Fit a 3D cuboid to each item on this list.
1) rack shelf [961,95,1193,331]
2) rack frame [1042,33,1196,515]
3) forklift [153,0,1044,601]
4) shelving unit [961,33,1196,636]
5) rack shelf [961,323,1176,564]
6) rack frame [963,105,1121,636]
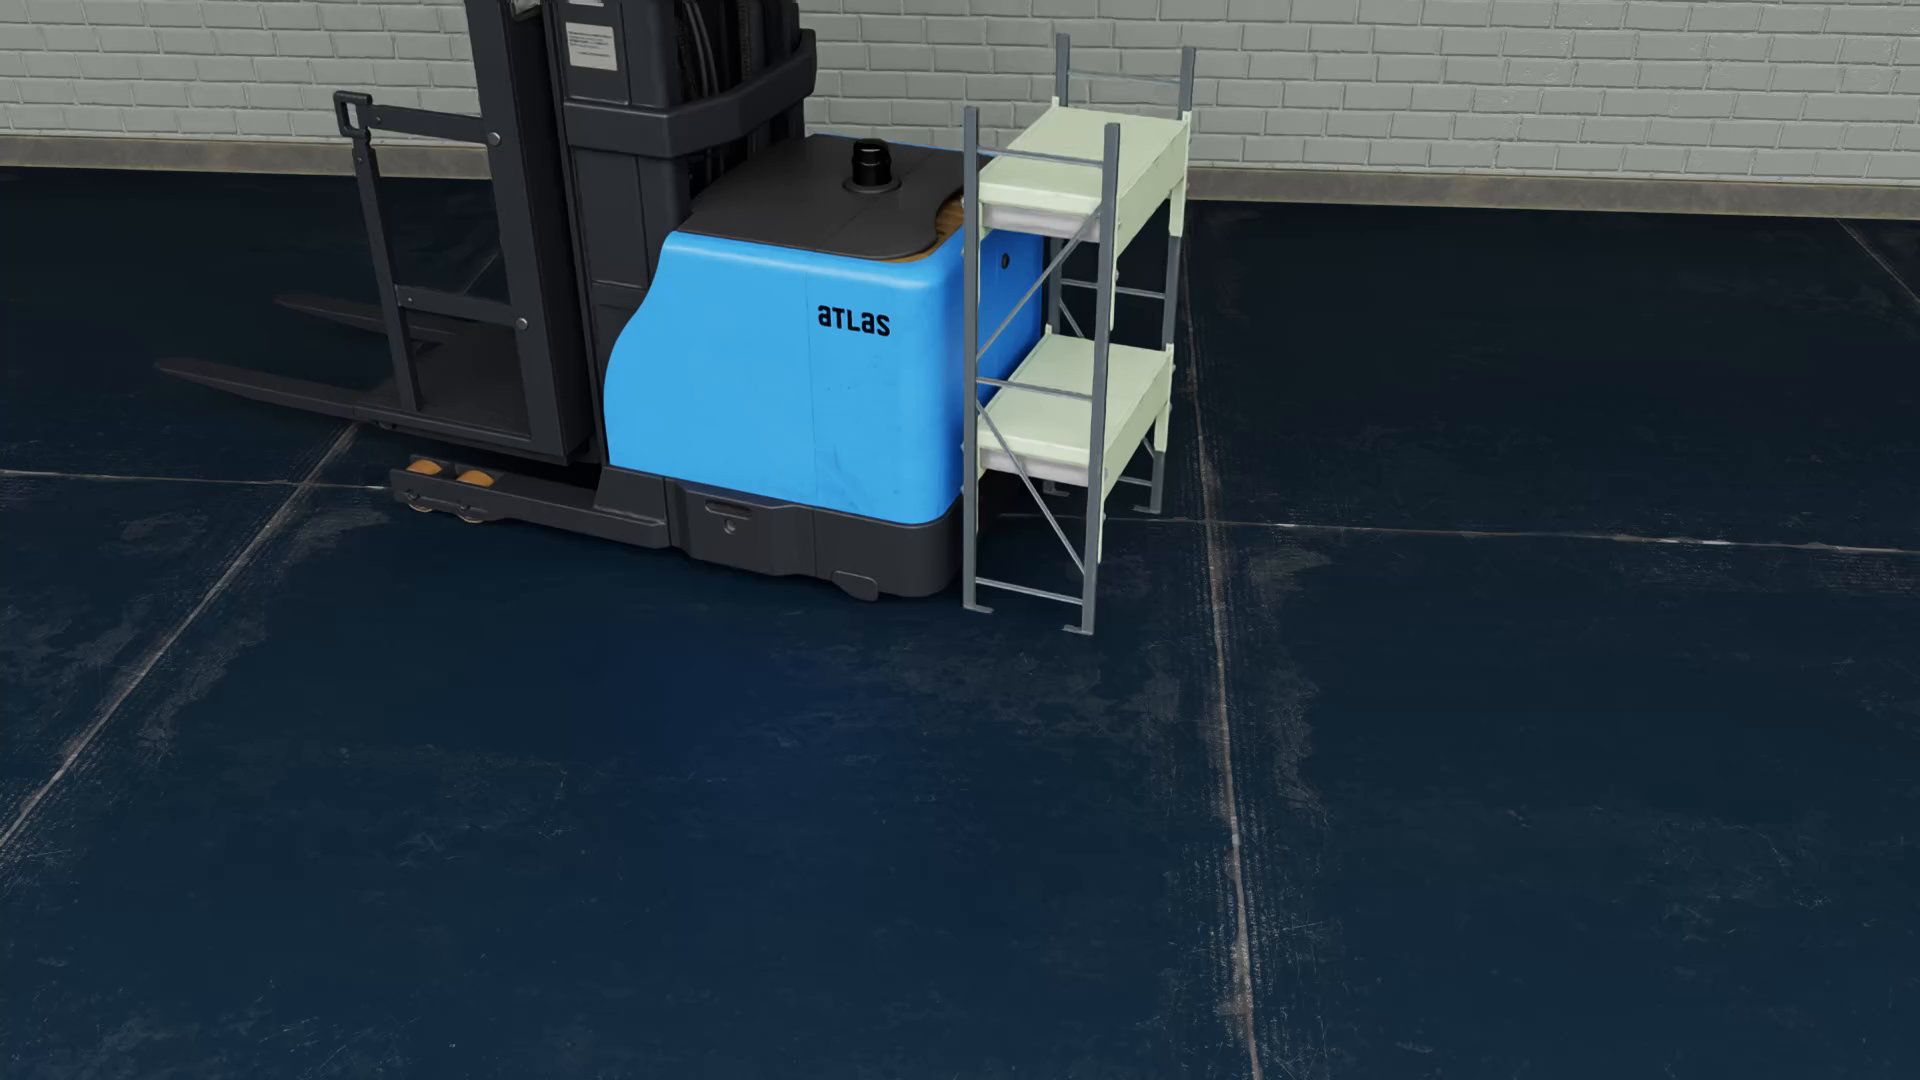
[{"bbox_3d":[0.332,-0.915,4.560,0.431,0.370,0.720,12,33,18],"label":"rack shelf"},{"bbox_3d":[0.464,-0.761,5.056,0.400,1.500,0.023,12,33,18],"label":"rack frame"},{"bbox_3d":[-1.295,-1.546,4.965,3.031,2.935,1.130,11,33,18],"label":"forklift"},{"bbox_3d":[0.332,-0.582,4.765,0.431,1.500,0.755,12,33,18],"label":"shelving unit"},{"bbox_3d":[0.331,-0.305,4.936,0.431,0.370,0.720,12,33,18],"label":"rack shelf"},{"bbox_3d":[0.199,-0.403,4.475,0.400,1.500,0.023,12,33,18],"label":"rack frame"}]
